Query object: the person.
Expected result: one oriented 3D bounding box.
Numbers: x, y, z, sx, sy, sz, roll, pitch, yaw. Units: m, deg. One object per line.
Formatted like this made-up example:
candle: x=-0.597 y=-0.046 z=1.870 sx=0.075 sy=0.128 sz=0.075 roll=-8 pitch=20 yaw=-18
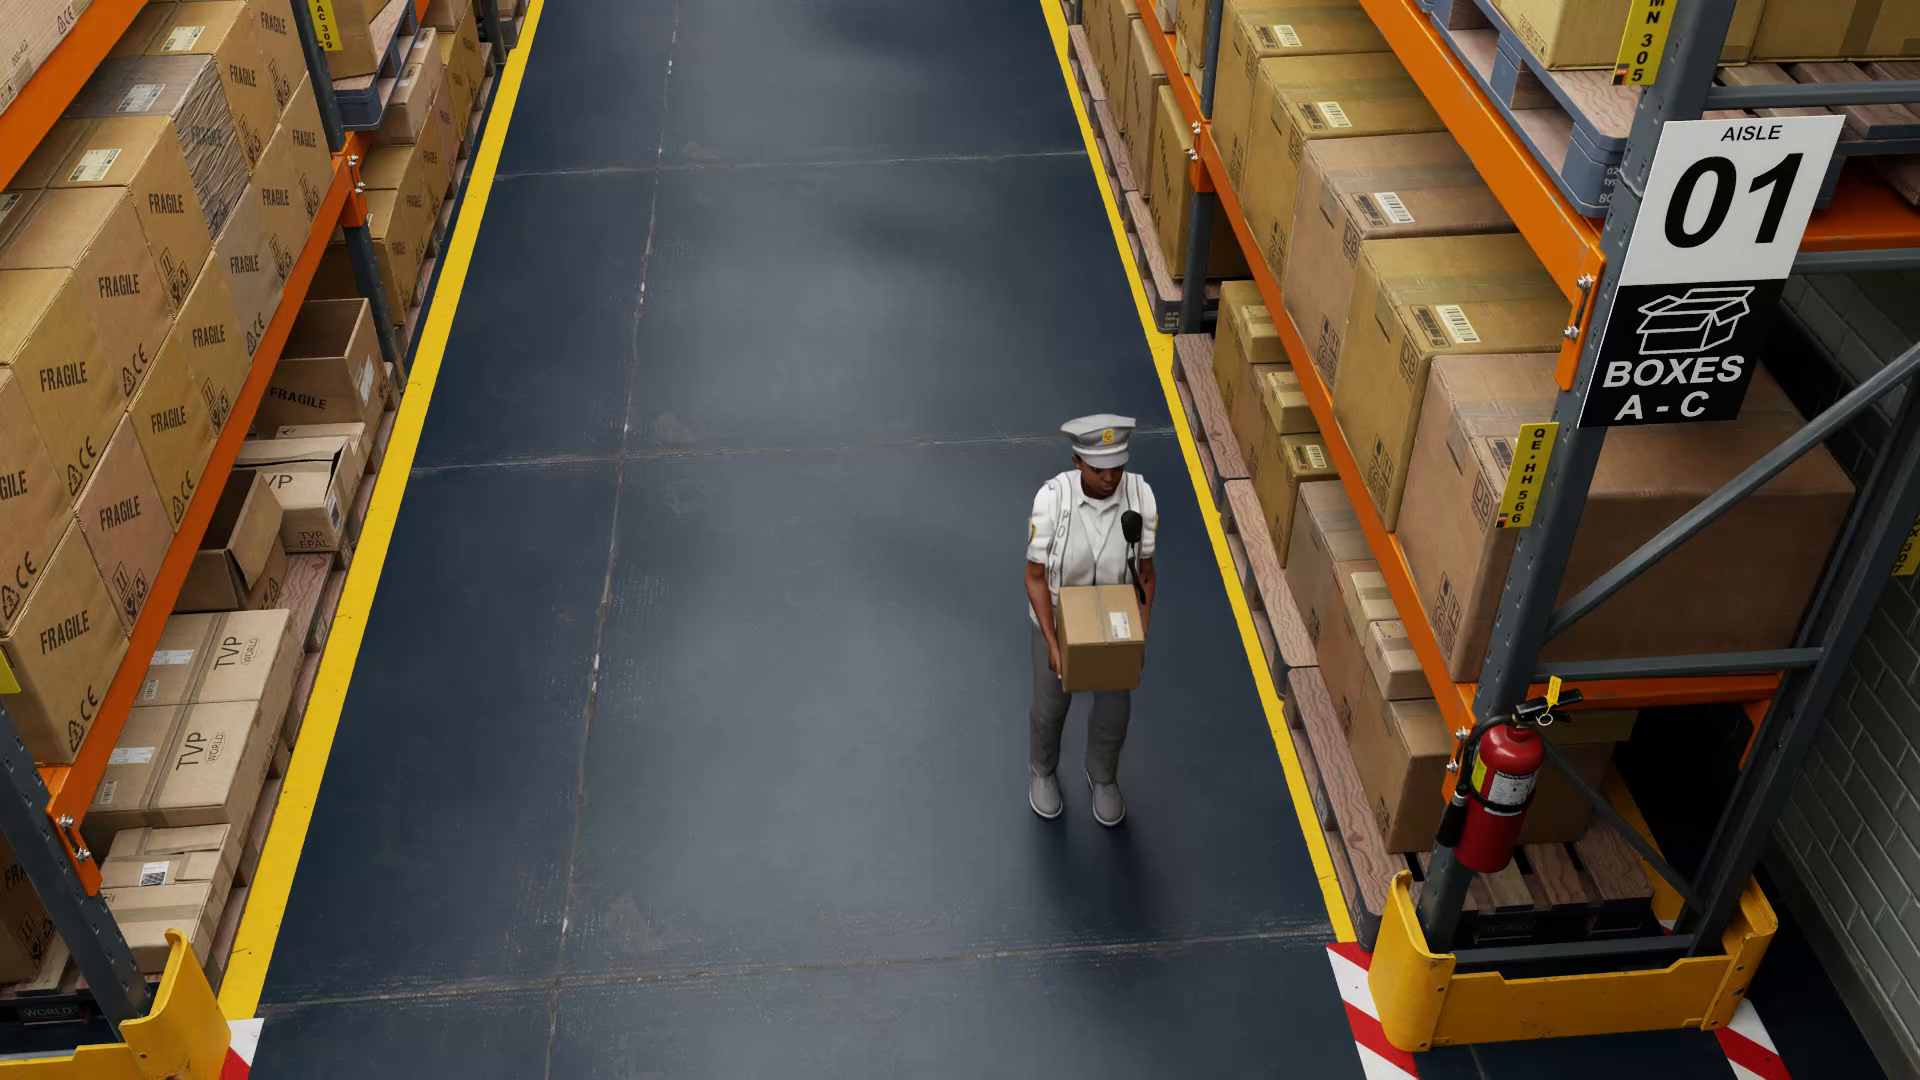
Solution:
person: x=0.444 y=0.327 z=5.739 sx=0.451 sy=1.690 sz=0.518 roll=-3 pitch=39 yaw=-3
